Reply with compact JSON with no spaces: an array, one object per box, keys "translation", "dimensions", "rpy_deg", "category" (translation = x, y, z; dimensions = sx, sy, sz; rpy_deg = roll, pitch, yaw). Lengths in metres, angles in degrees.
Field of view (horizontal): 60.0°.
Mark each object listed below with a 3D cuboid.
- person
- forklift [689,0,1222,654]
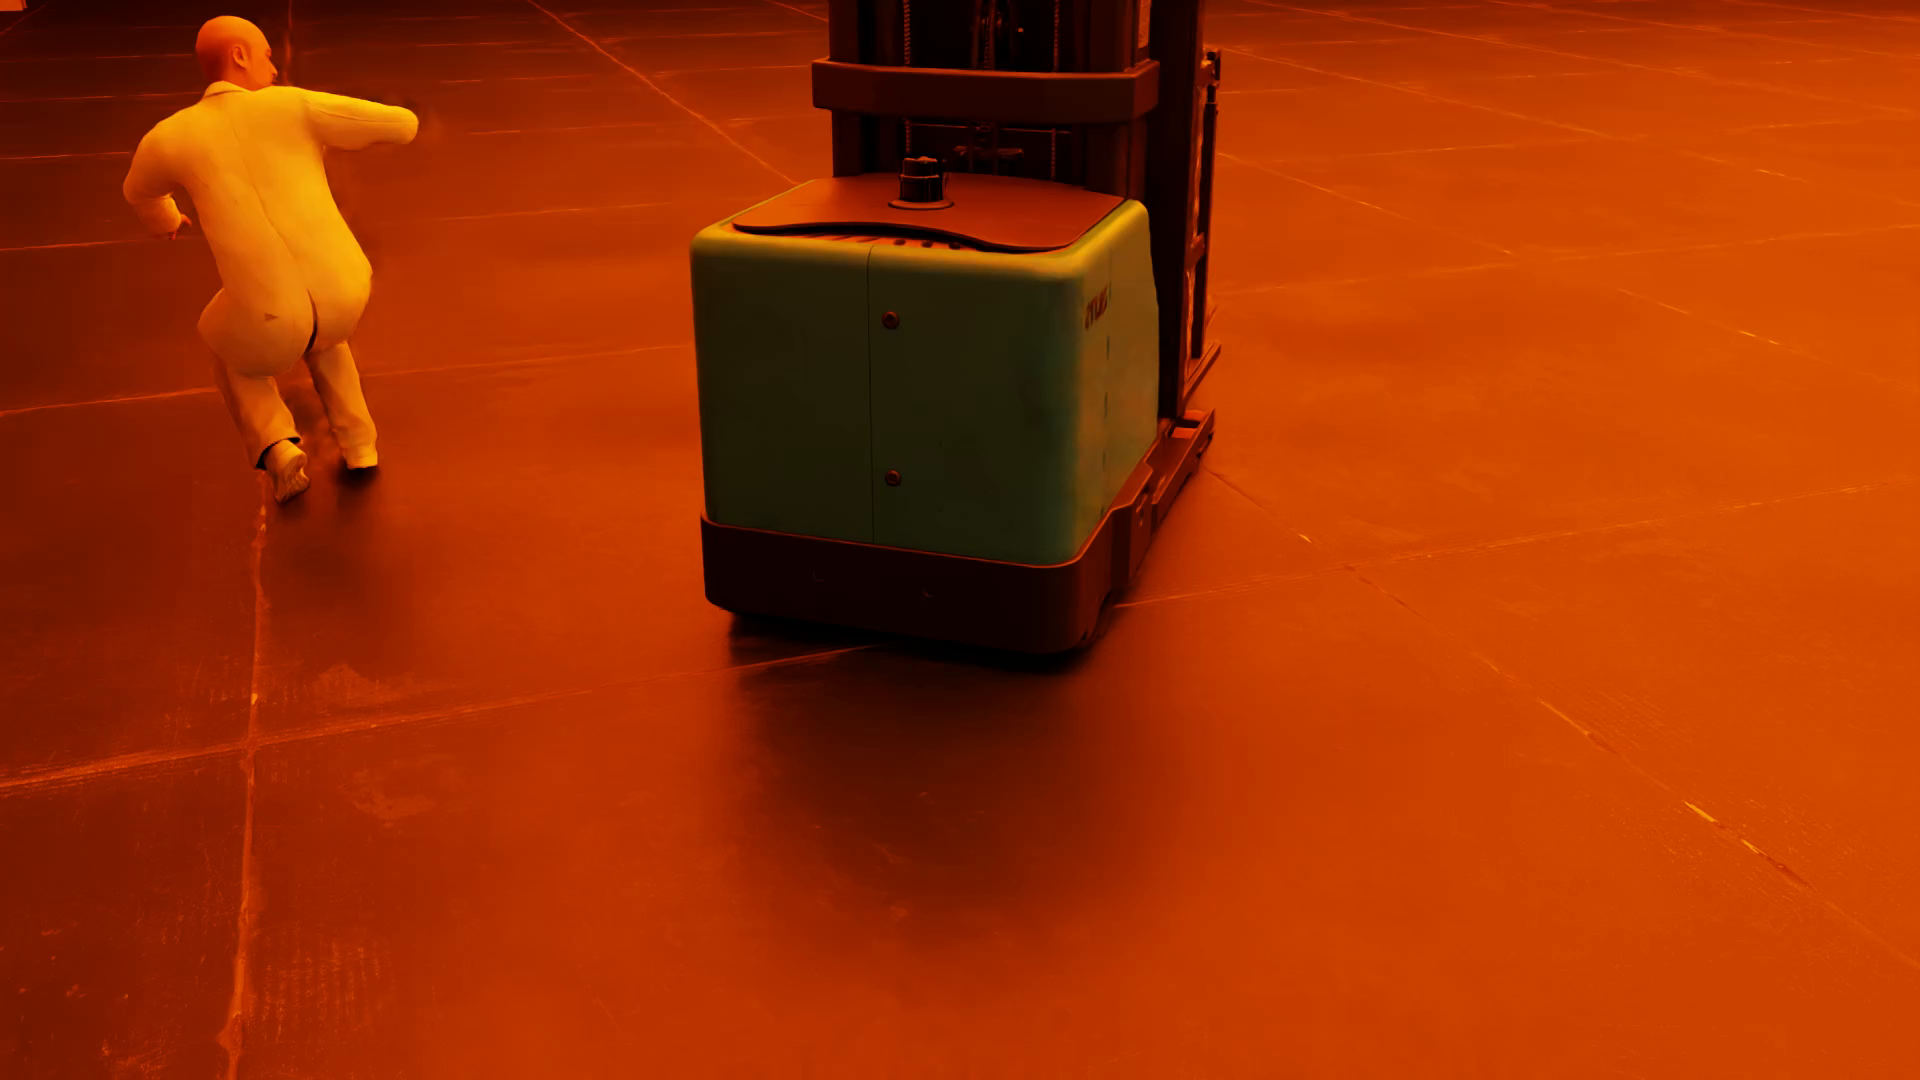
[{"translation":[-2.186,-0.917,5.369],"dimensions":[0.844,1.503,0.991],"rpy_deg":[-12,26,-26],"category":"person"},{"translation":[0.252,-1.606,5.118],"dimensions":[1.130,2.935,3.031],"rpy_deg":[7,24,17],"category":"forklift"}]
